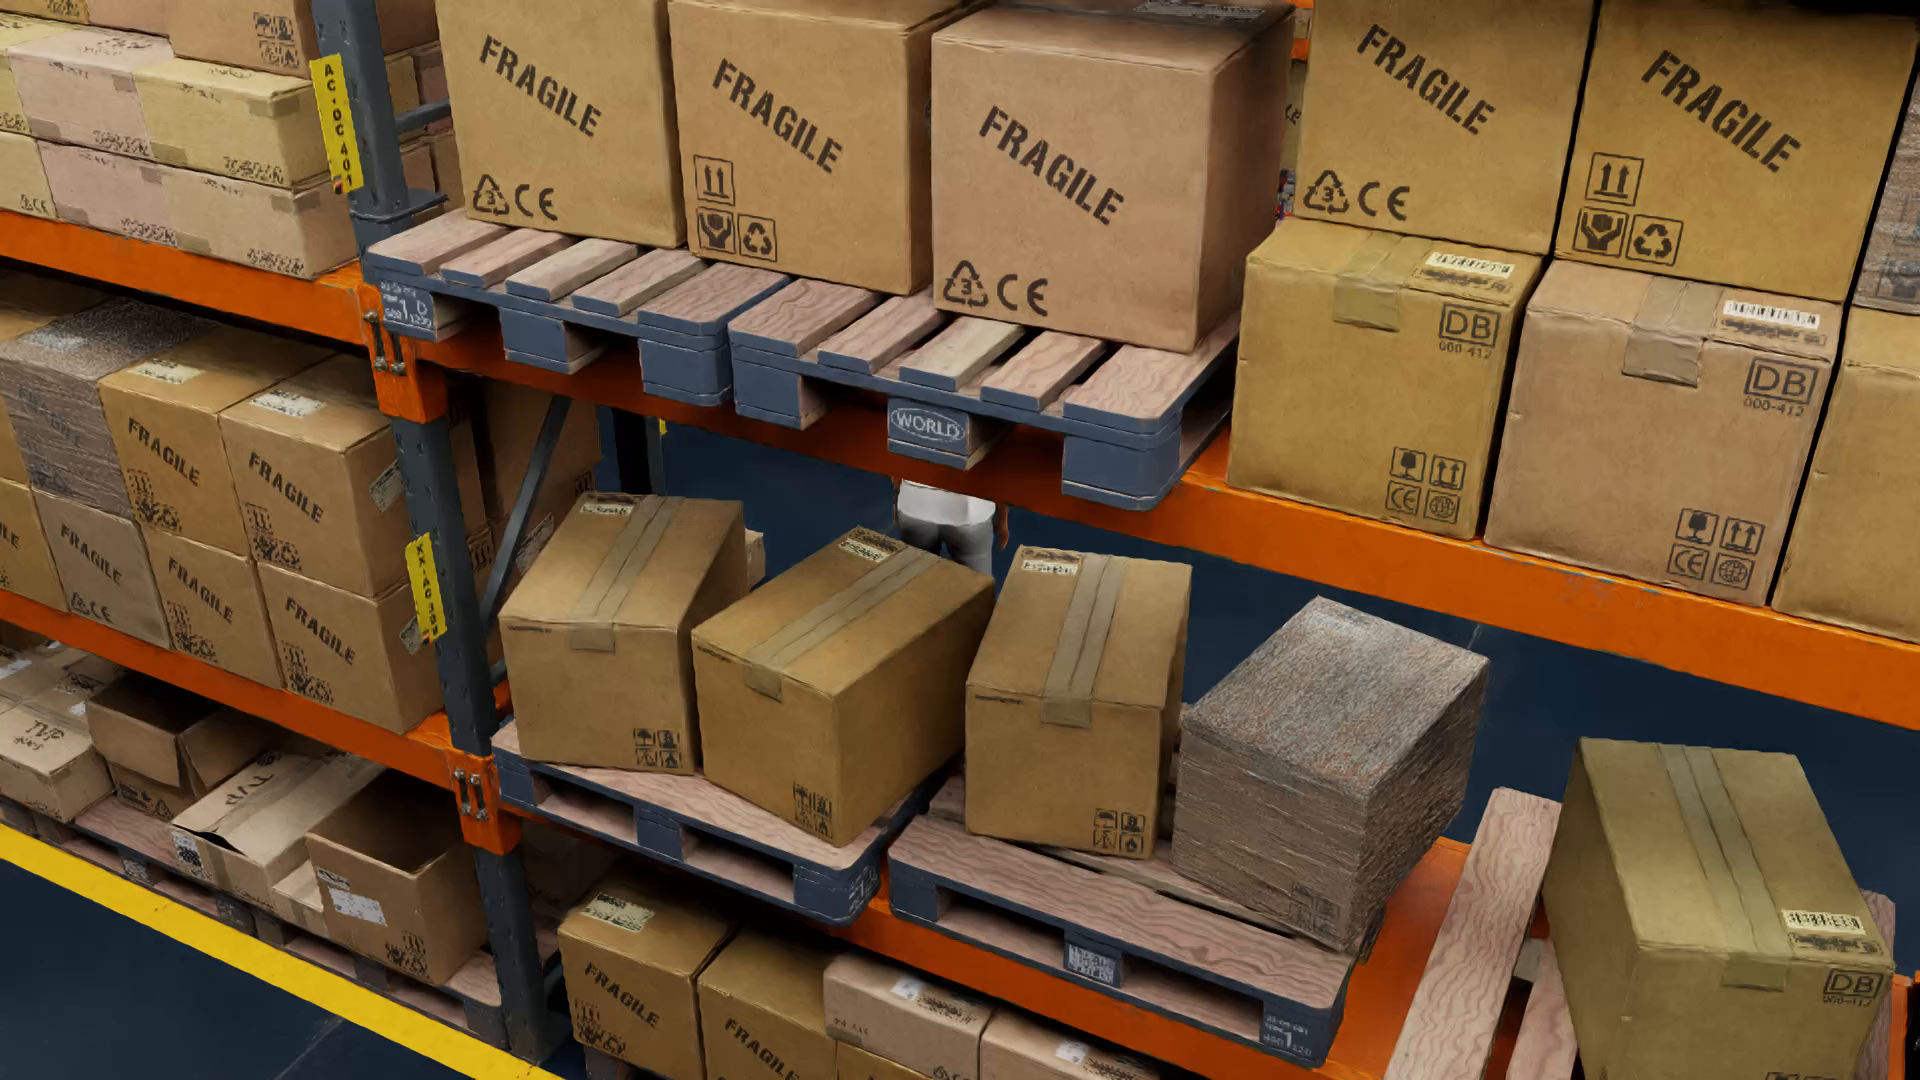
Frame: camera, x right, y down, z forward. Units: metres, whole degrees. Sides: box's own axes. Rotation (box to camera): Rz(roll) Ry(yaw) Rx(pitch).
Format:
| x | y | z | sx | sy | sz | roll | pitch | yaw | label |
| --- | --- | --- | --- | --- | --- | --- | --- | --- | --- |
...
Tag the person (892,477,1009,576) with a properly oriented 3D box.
| x | y | z | sx | sy | sz | roll | pitch | yaw | label |
| --- | --- | --- | --- | --- | --- | --- | --- | --- | --- |
| -0.024 | -0.115 | 7.281 | 0.561 | 1.672 | 0.470 | 5 | 31 | 8 | person |
